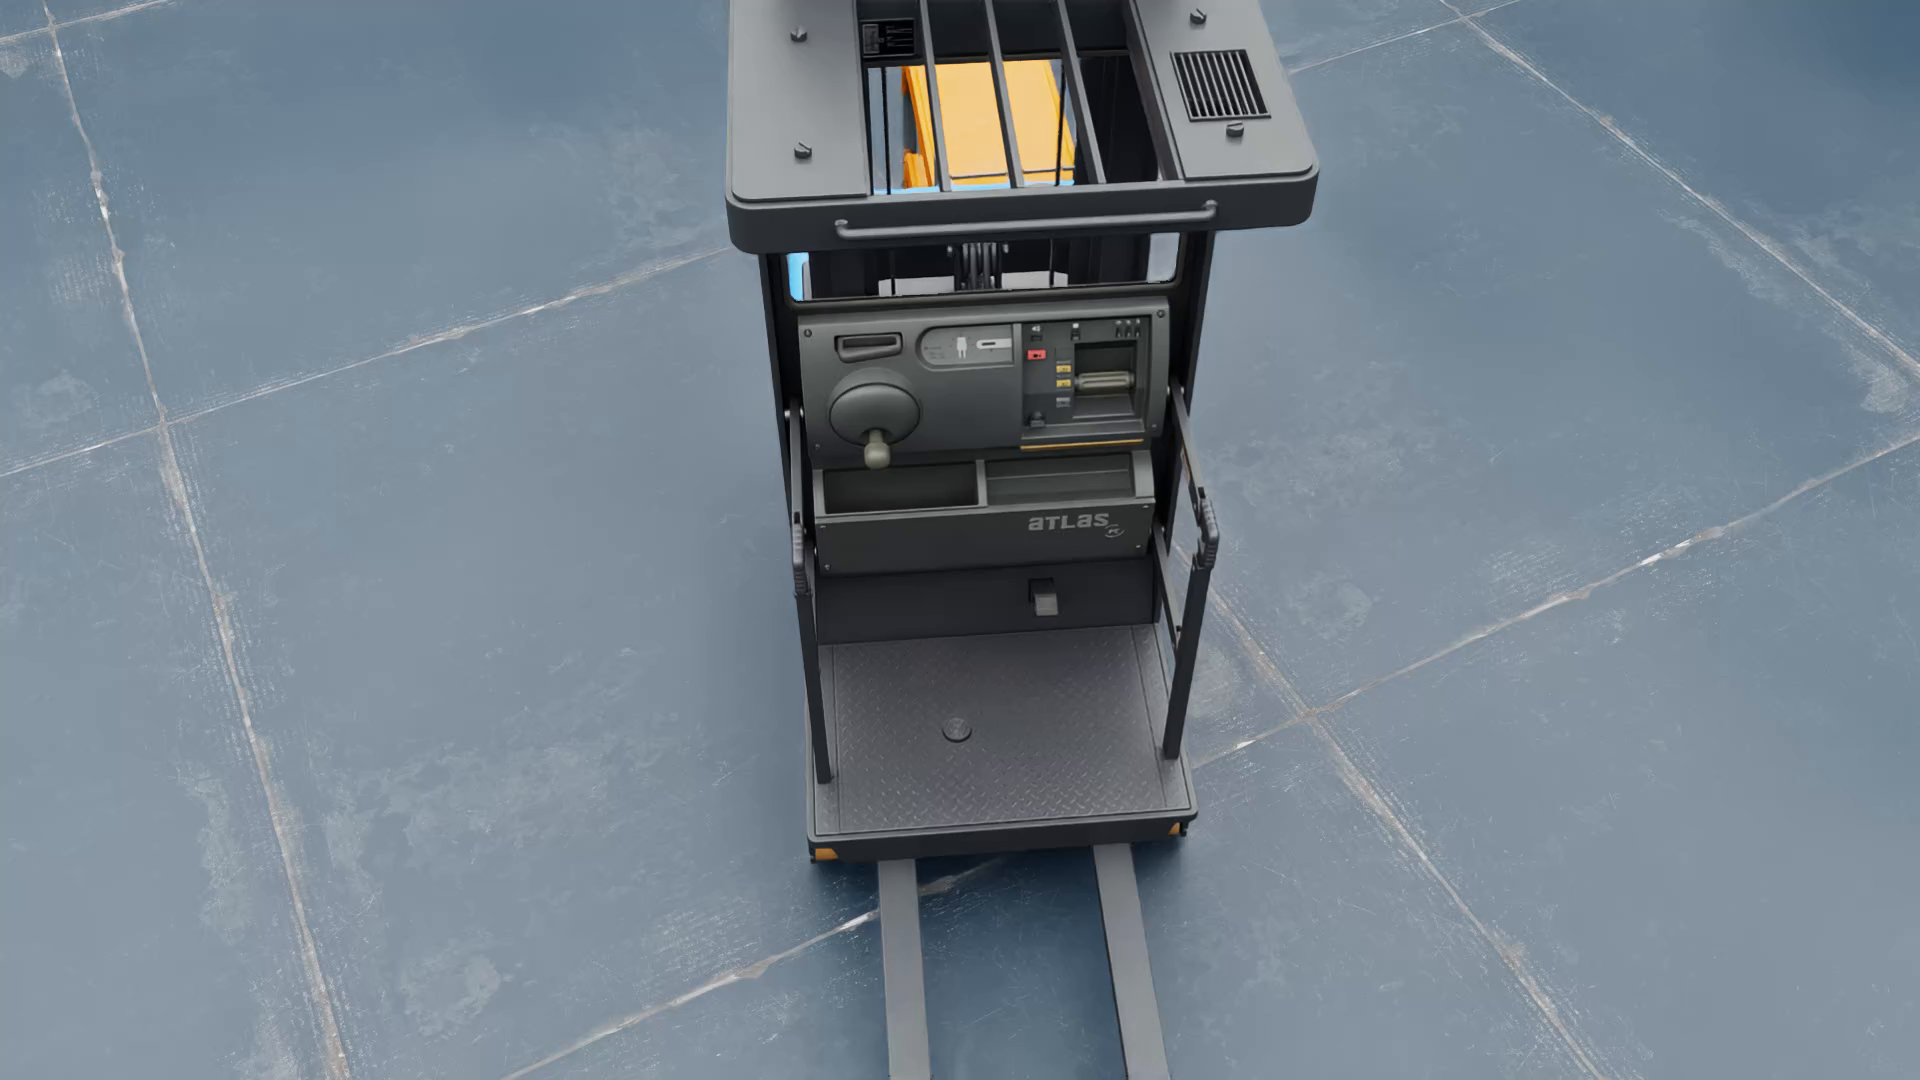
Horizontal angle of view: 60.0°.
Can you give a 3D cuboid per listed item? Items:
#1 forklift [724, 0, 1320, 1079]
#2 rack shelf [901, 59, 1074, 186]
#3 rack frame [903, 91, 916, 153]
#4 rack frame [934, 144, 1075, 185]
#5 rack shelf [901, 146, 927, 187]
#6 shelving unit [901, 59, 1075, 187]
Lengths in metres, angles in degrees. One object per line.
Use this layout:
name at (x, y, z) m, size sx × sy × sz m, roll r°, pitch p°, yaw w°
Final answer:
forklift at (0.085, -0.293, 4.059) m, size 1.130 × 2.935 × 3.031 m, roll -4°, pitch 49°, yaw -3°
rack shelf at (0.099, -1.451, 5.883) m, size 0.538 × 0.278 × 1.000 m, roll -6°, pitch 49°, yaw -5°
rack frame at (0.034, -1.638, 6.435) m, size 0.500 × 1.125 × 0.032 m, roll -6°, pitch 49°, yaw -5°
rack frame at (0.165, -0.879, 5.771) m, size 0.500 × 1.125 × 0.032 m, roll -6°, pitch 49°, yaw -5°
rack shelf at (0.099, -1.097, 6.287) m, size 0.538 × 0.278 × 1.000 m, roll -6°, pitch 49°, yaw -5°
shelving unit at (0.099, -1.258, 6.103) m, size 0.538 × 1.125 × 1.048 m, roll -6°, pitch 49°, yaw -5°
